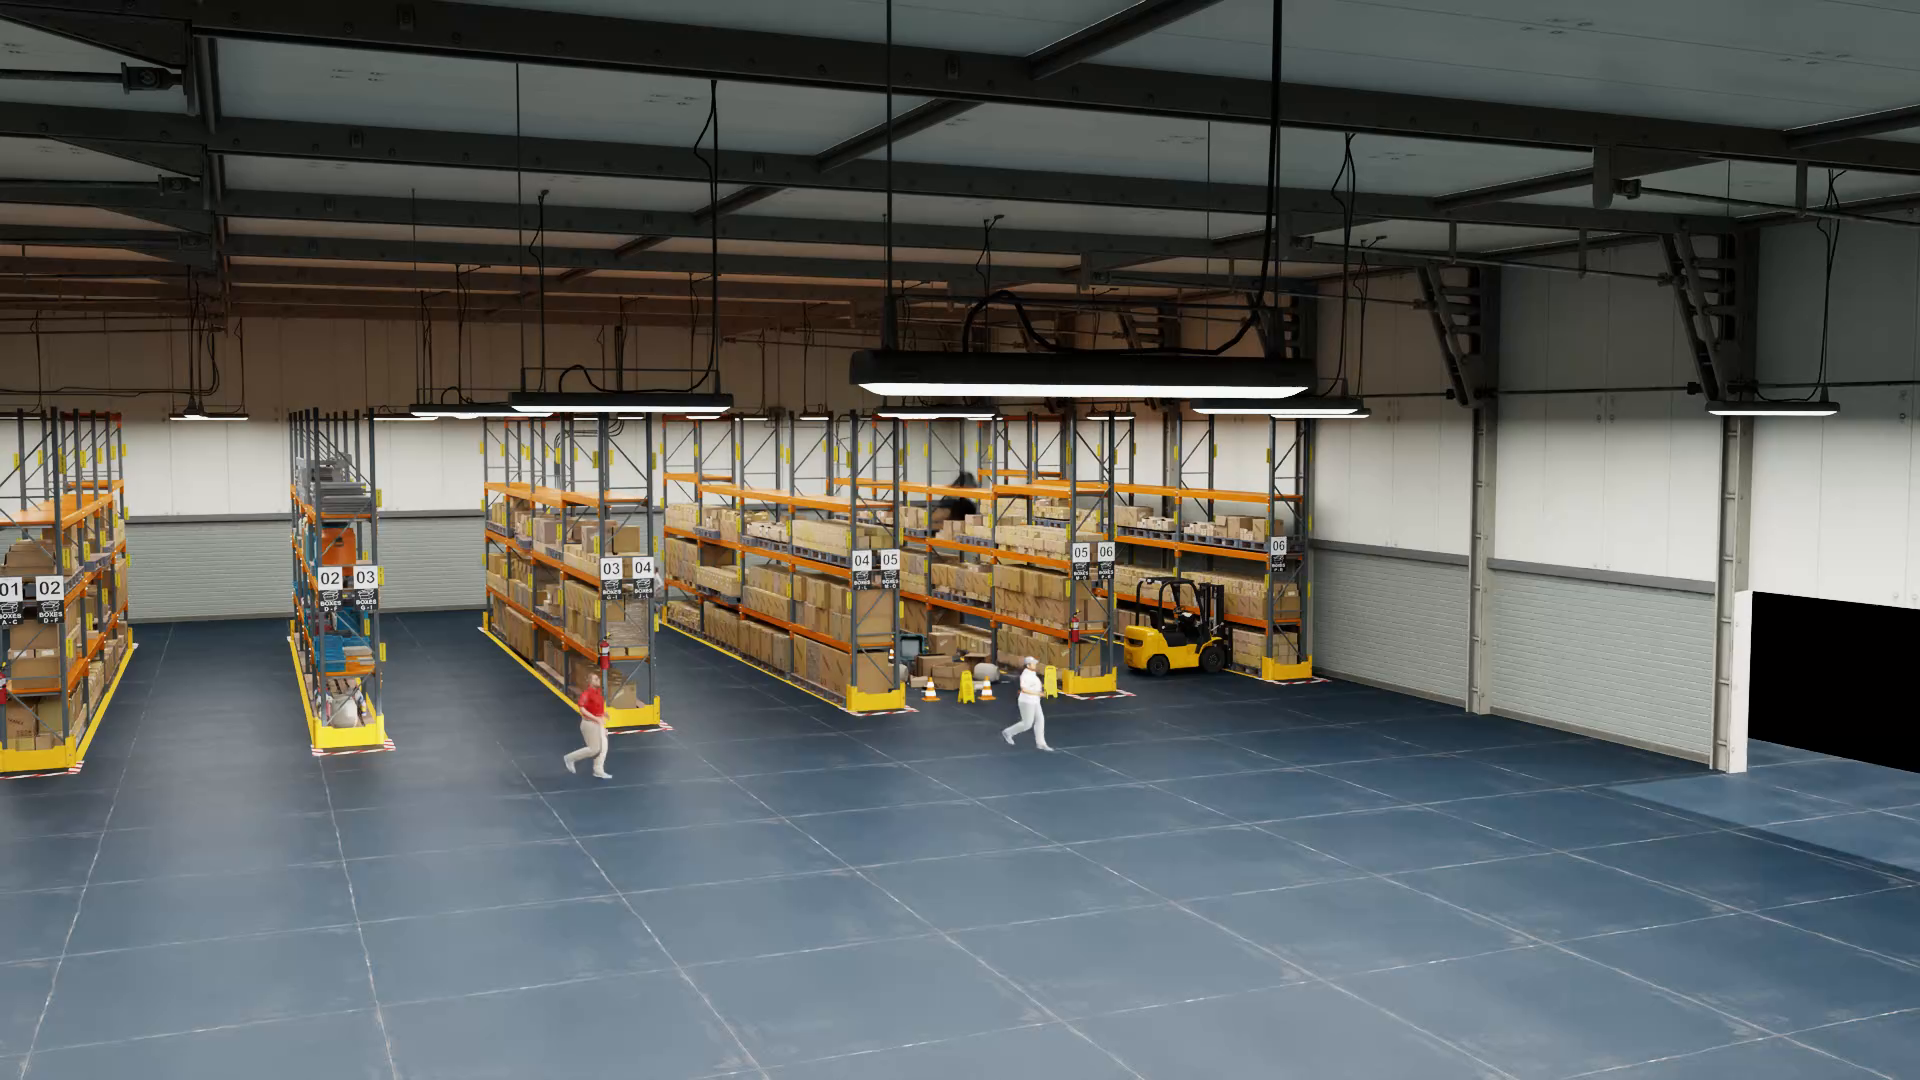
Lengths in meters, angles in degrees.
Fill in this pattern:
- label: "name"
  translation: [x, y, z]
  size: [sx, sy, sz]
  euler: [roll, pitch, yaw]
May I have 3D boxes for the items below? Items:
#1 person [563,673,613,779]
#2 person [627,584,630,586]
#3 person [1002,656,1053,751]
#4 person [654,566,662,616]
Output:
- label: "person"
  translation: [-5.991, 3.005, 26.886]
  size: [0.749, 1.716, 0.666]
  euler: [1, 4, 7]
- label: "person"
  translation: [-9.717, 1.544, 47.392]
  size: [0.698, 1.739, 0.694]
  euler: [1, 4, 17]
- label: "person"
  translation: [1.184, 2.862, 29.083]
  size: [0.900, 1.666, 0.613]
  euler: [1, 4, 15]
- label: "person"
  translation: [-9.024, 1.526, 49.010]
  size: [0.467, 1.542, 0.603]
  euler: [-2, 4, -22]
